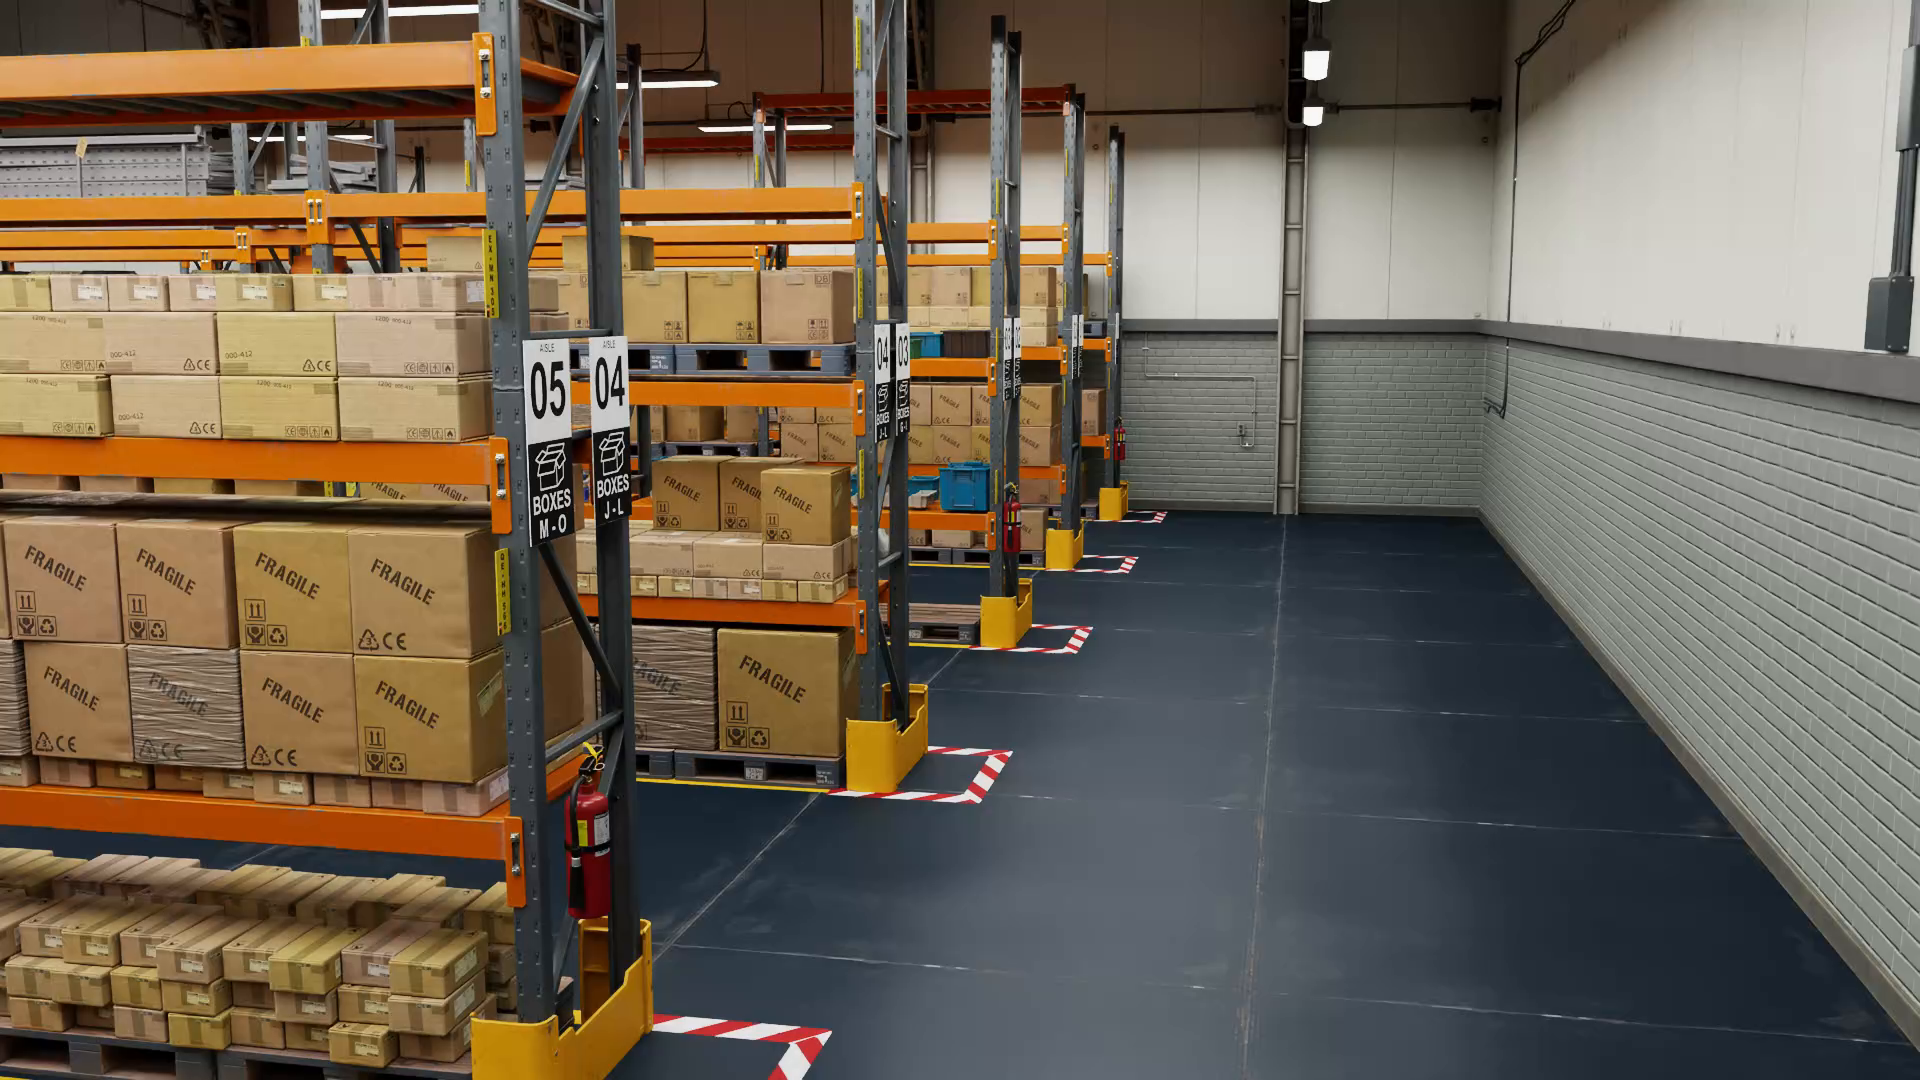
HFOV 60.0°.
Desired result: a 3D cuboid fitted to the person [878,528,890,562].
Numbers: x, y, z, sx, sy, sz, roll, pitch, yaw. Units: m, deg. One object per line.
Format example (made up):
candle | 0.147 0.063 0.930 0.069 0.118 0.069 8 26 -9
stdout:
person | -1.109 0.172 17.753 0.722 1.351 0.535 2 8 11
